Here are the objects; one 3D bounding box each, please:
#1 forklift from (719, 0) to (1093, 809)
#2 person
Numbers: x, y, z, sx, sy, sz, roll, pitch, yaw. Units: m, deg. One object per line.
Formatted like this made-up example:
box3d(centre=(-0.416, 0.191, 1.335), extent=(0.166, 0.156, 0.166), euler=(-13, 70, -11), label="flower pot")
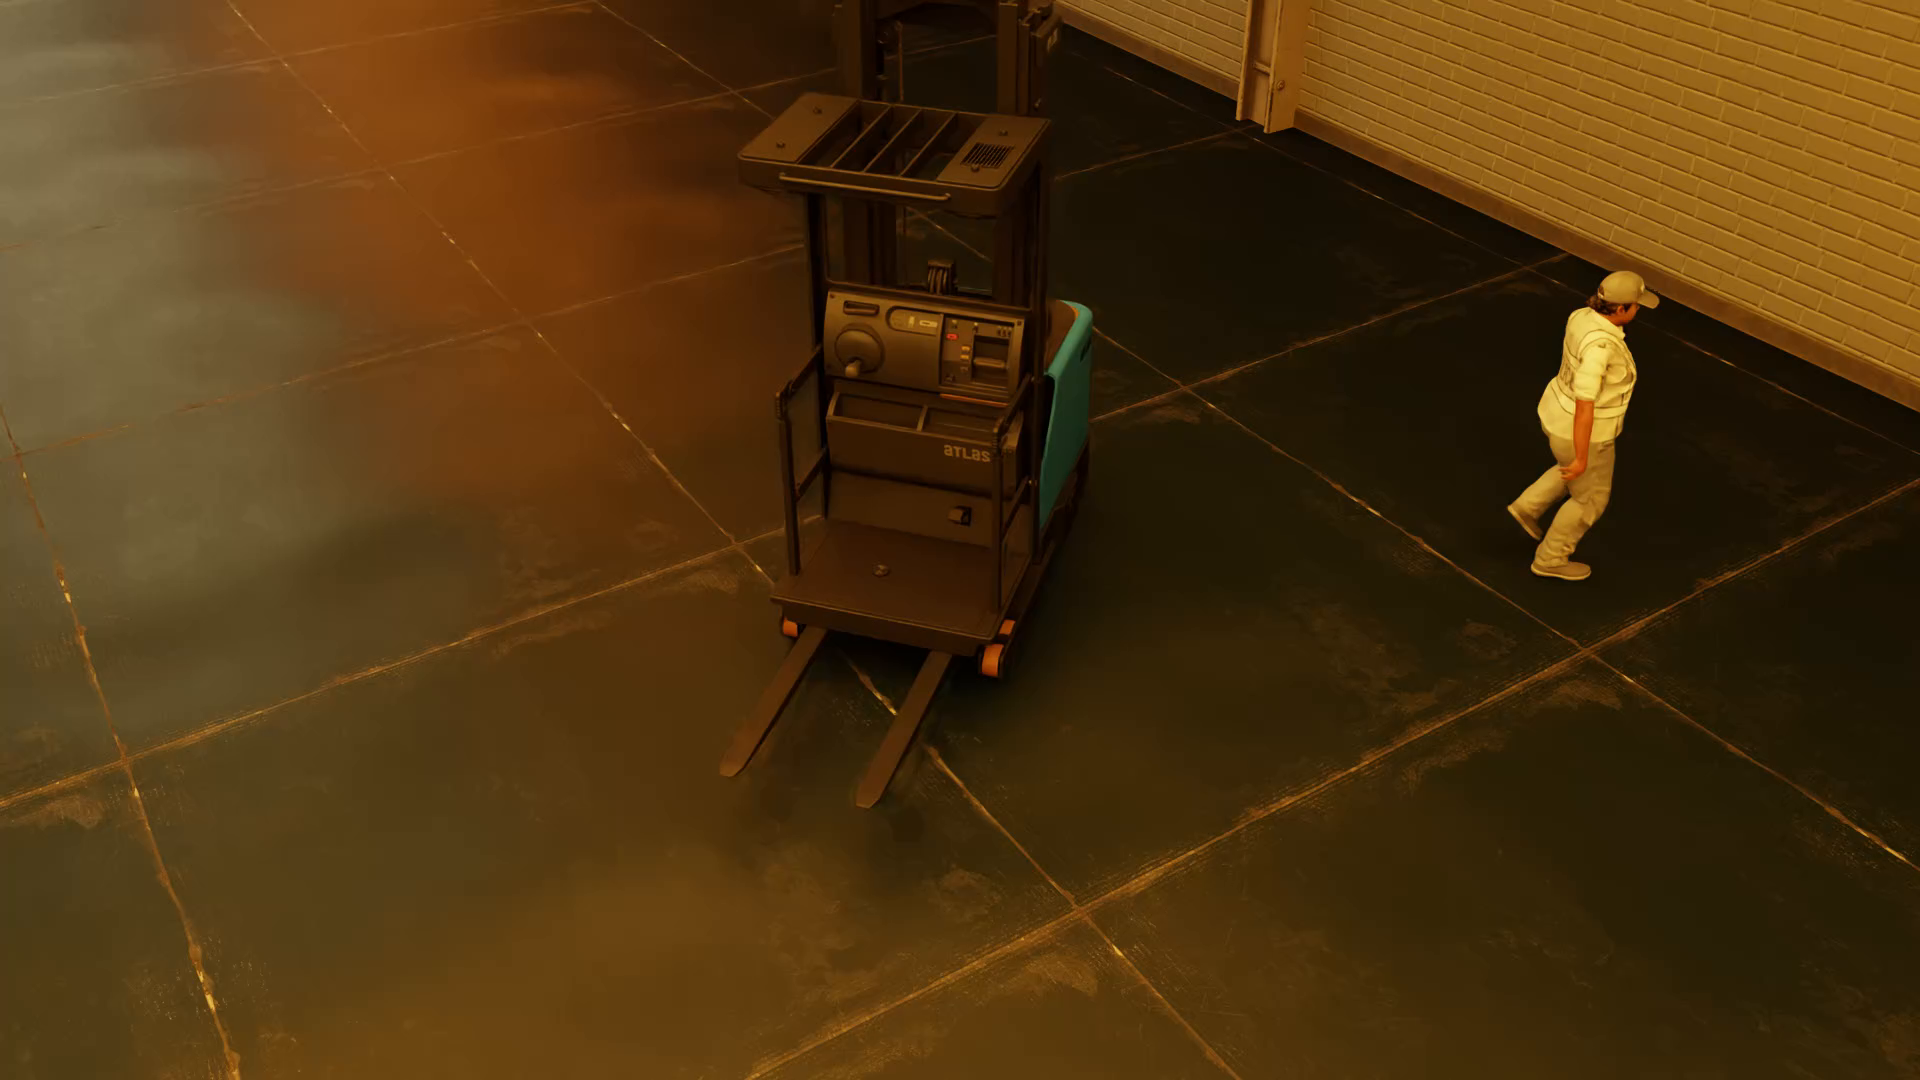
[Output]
box3d(centre=(-0.229, -0.813, 7.305), extent=(1.130, 2.935, 3.031), euler=(10, 36, 14), label="forklift")
box3d(centre=(3.029, -0.554, 8.061), extent=(0.470, 1.645, 0.646), euler=(1, 35, 2), label="person")
